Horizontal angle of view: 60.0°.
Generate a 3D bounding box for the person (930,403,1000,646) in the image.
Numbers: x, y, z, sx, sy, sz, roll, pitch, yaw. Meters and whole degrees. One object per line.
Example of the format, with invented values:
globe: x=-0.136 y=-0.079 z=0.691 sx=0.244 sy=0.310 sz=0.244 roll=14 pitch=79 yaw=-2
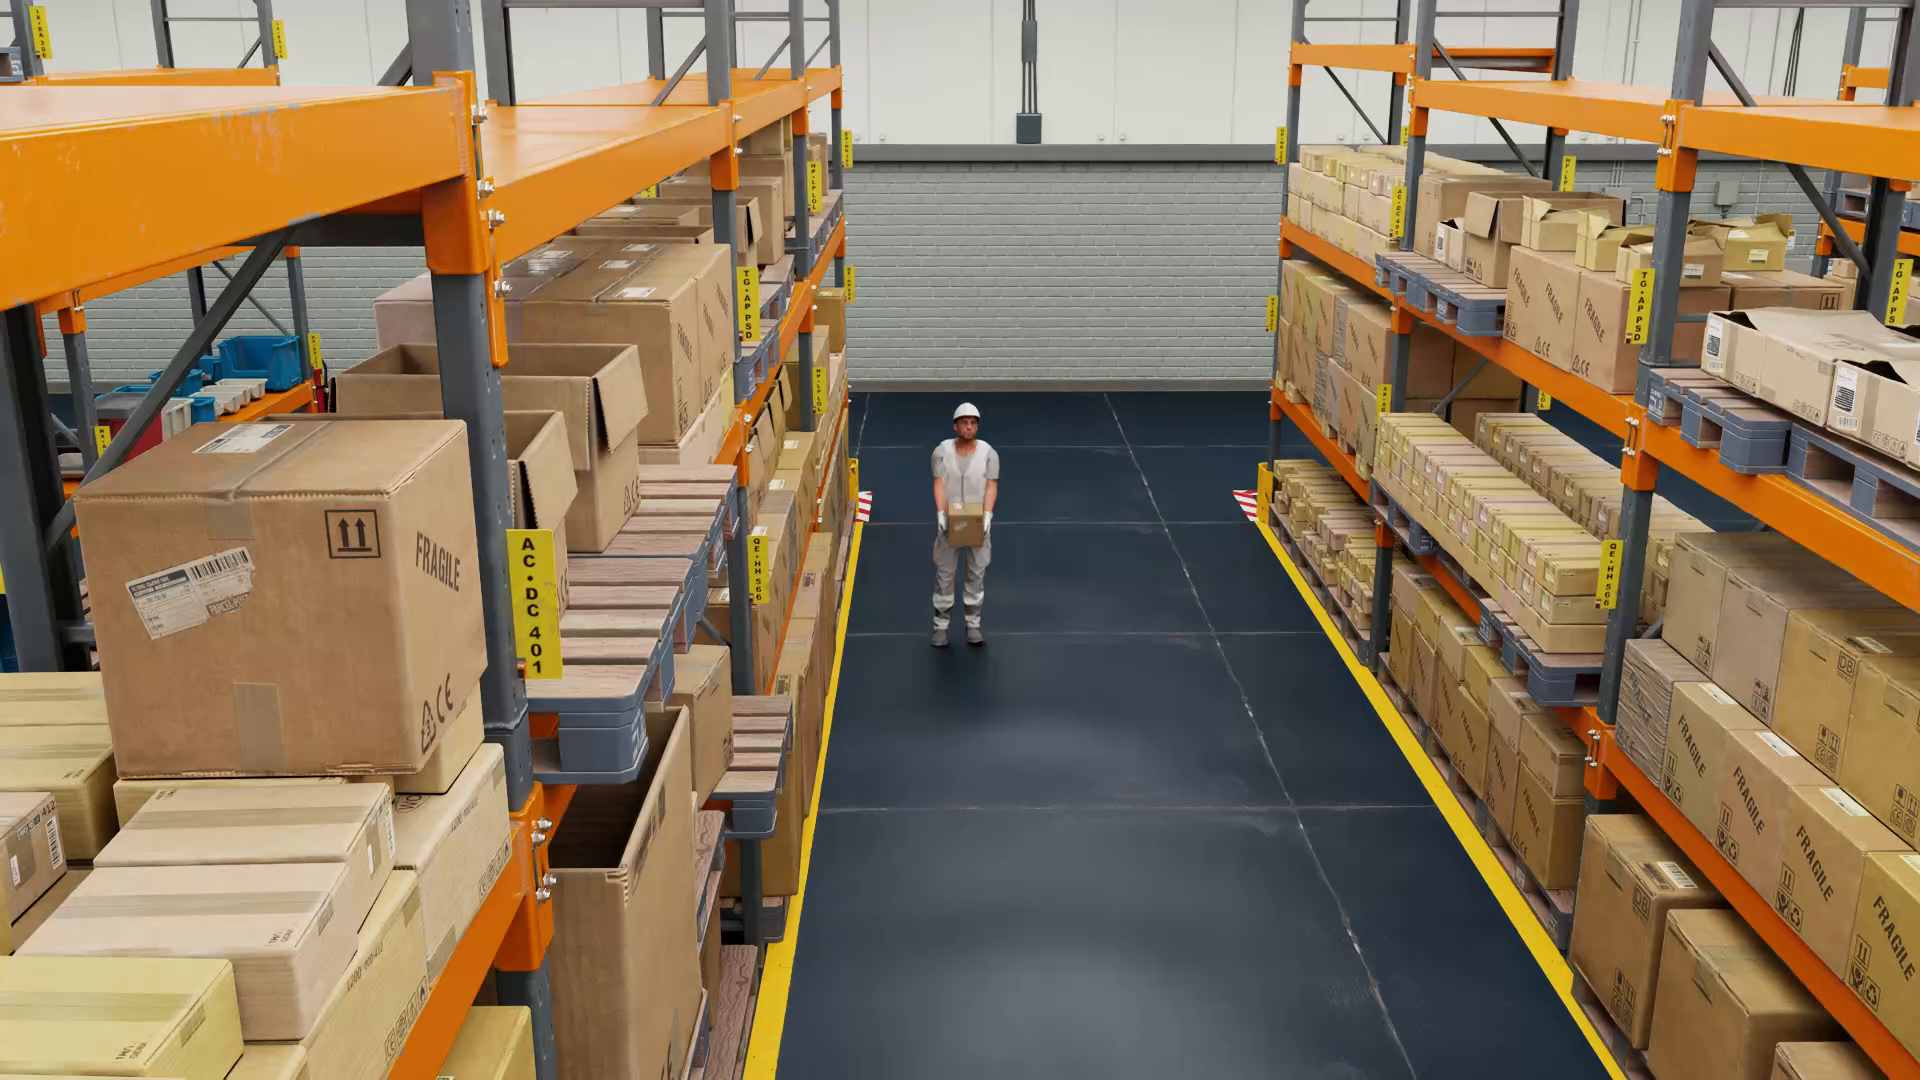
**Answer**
person: x=0.034 y=-0.105 z=12.339 sx=0.525 sy=1.793 sz=0.542 roll=0 pitch=17 yaw=-1
